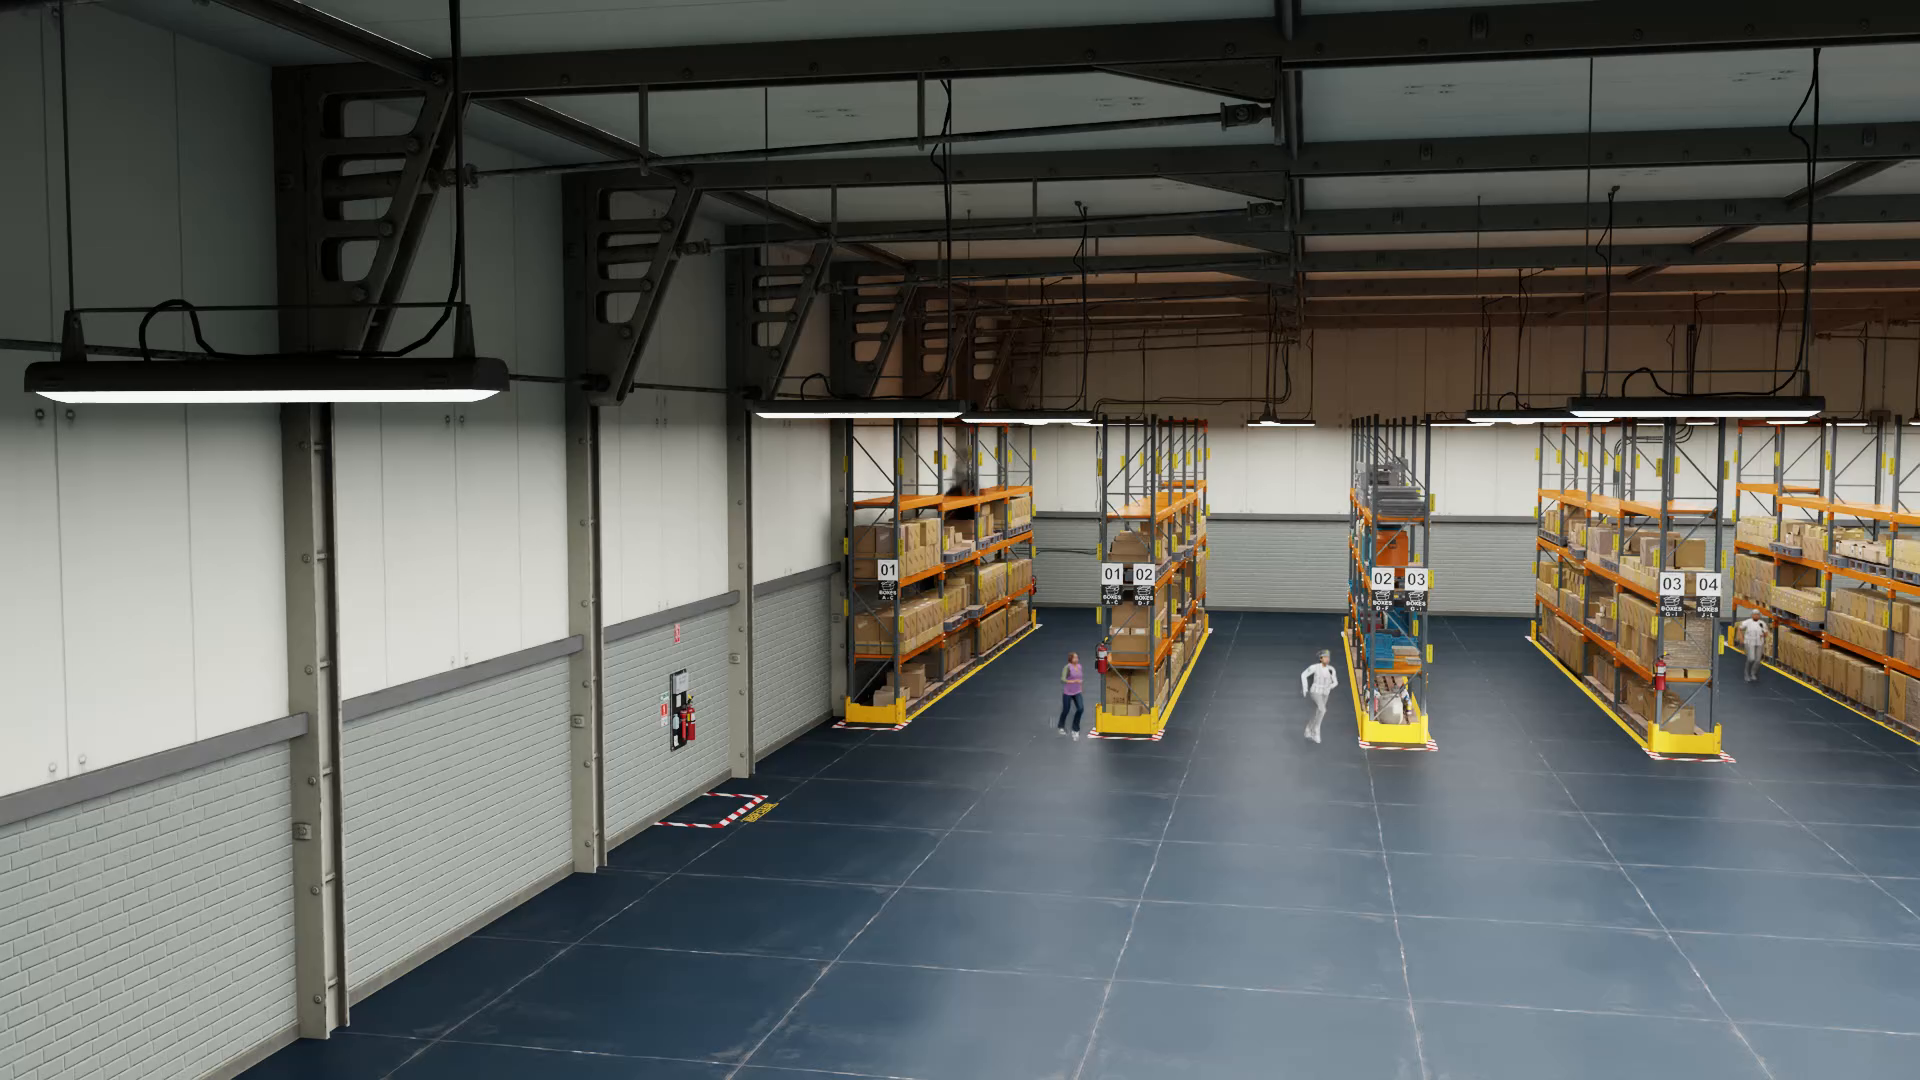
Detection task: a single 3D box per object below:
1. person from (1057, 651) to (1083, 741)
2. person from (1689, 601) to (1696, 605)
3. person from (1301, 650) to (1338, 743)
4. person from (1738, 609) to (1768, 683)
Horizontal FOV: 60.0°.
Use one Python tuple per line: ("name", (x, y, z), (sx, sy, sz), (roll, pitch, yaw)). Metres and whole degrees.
("person", (2.065, 2.865, 30.766), (0.532, 1.622, 0.686), (-2, 4, -25))
("person", (19.677, 1.947, 44.965), (0.614, 1.606, 0.593), (-2, 4, -25))
("person", (6.642, 2.847, 30.546), (0.595, 1.663, 0.659), (-1, 4, -16))
("person", (17.952, 2.395, 37.595), (0.581, 1.674, 0.680), (1, 4, 8))
